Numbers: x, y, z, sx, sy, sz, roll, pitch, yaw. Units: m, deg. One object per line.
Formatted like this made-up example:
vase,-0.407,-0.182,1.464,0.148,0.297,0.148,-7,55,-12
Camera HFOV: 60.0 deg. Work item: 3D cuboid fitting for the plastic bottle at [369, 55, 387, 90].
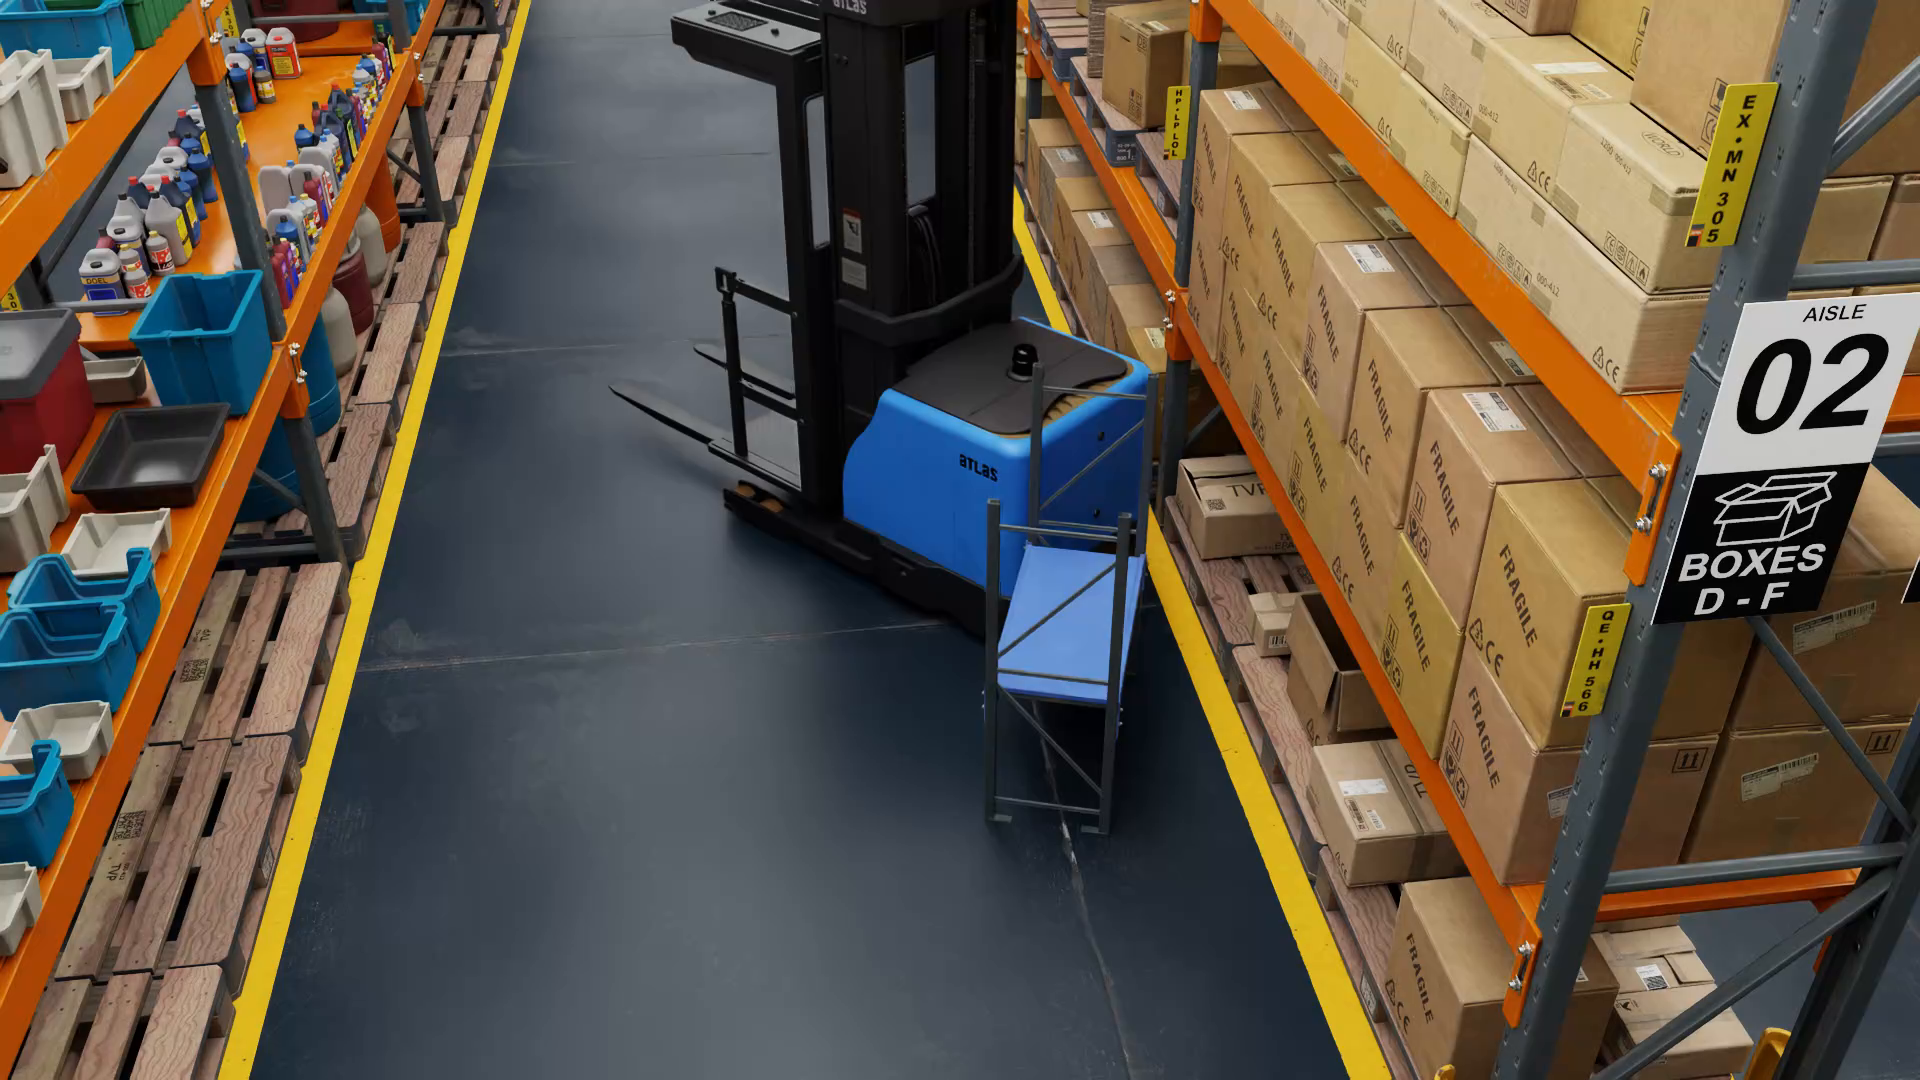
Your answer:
plastic bottle,-3.452,-2.760,9.813,0.097,0.201,0.097,0,34,0

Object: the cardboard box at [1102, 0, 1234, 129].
cardboard box,1.191,-2.567,8.892,0.700,0.500,0.500,-13,36,-18

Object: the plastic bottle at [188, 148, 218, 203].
plastic bottle,-3.838,-1.850,8.415,0.097,0.271,0.097,0,34,0

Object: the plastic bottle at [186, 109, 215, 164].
plastic bottle,-4.033,-2.139,8.835,0.152,0.276,0.135,-4,35,-6

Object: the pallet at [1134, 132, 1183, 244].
pallet,1.490,-1.746,8.319,1.003,0.211,1.213,-4,35,-6

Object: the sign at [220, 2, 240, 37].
sign,-4.501,-3.252,10.213,0.100,0.325,0.005,-4,35,-6

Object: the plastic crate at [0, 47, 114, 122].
plastic crate,-2.871,-1.448,5.281,0.293,0.136,0.466,-4,35,-6

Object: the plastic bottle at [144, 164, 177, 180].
plastic bottle,-3.928,-1.702,8.195,0.152,0.276,0.135,-4,35,-6

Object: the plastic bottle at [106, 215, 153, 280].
plastic bottle,-3.842,-1.346,7.672,0.152,0.276,0.135,-4,35,-6

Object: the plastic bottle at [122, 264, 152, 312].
plastic bottle,-3.671,-1.131,7.423,0.097,0.201,0.097,0,34,0

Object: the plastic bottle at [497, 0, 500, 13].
plastic bottle,-4.117,-4.755,14.658,0.097,0.201,0.097,0,34,0

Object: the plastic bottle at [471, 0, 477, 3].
plastic bottle,-4.335,-5.020,14.915,0.144,0.351,0.185,-4,35,-6

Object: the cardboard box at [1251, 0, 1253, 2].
cardboard box,1.310,-2.258,6.370,0.500,0.250,0.500,-4,35,-6

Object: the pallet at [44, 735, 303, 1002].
pallet,-3.115,1.244,6.237,1.003,0.211,1.213,-4,35,-6

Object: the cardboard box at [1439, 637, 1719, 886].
cardboard box,1.698,0.591,4.631,0.500,0.500,0.500,-3,34,-5

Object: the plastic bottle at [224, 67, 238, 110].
plastic bottle,-4.184,-2.579,9.475,0.061,0.283,0.133,-4,35,-6

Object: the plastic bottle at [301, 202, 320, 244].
plastic bottle,-3.155,-1.528,8.005,0.097,0.201,0.097,0,34,0

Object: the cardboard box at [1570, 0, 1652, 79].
cardboard box,1.959,-1.404,4.006,0.700,0.500,0.500,-4,35,-6

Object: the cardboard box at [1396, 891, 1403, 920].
cardboard box,1.745,1.333,5.756,0.380,0.166,0.250,-4,35,-6

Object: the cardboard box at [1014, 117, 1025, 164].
cardboard box,0.639,-2.916,11.933,0.500,0.250,0.500,-4,34,-5

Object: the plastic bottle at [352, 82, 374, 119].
plastic bottle,-3.386,-2.488,9.414,0.097,0.201,0.097,0,34,0

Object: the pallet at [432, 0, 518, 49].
pallet,-4.544,-4.688,14.941,1.003,0.211,1.213,-4,35,-6

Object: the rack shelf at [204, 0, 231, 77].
rack shelf,-3.688,-3.056,8.046,1.077,0.370,4.000,-4,35,-6

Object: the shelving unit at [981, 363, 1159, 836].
shelving unit,0.439,0.229,6.582,0.538,1.500,1.048,6,35,9

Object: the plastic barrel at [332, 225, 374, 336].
plastic barrel,-3.723,-1.505,9.563,0.600,0.588,0.708,-4,35,-6

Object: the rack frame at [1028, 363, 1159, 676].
rack frame,0.536,-0.052,6.995,0.500,1.500,0.032,6,35,9

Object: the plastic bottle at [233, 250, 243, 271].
plastic bottle,-3.151,-1.221,7.422,0.144,0.351,0.185,-4,35,-6

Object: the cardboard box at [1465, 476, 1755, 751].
cardboard box,1.695,0.179,4.347,0.500,0.500,0.500,-5,35,-7

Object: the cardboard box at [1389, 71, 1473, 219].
cardboard box,1.561,-1.141,4.730,0.500,0.250,0.500,-4,35,-6

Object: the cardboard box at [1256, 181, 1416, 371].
cardboard box,1.413,-0.966,6.028,0.500,0.500,0.500,-5,35,-8

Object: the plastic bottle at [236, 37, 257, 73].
plastic bottle,-4.231,-2.844,9.874,0.097,0.271,0.097,0,34,0

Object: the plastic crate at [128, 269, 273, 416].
plastic crate,-3.018,-0.781,6.694,0.392,0.384,0.575,-4,35,-6

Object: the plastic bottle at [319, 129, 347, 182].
plastic bottle,-3.261,-1.999,8.634,0.097,0.271,0.097,0,34,0

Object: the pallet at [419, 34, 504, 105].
pallet,-4.351,-3.875,13.748,1.003,0.211,1.213,-4,35,-6

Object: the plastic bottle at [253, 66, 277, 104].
plastic bottle,-4.036,-2.644,9.642,0.097,0.201,0.097,0,34,0

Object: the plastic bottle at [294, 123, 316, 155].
plastic bottle,-3.417,-2.043,8.698,0.097,0.271,0.097,0,34,0

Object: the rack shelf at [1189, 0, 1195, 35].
rack shelf,1.221,-3.429,8.594,1.077,0.370,4.000,-4,35,-6

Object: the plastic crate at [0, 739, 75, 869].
plastic crate,-2.677,0.749,4.583,0.416,0.233,0.300,-4,35,-6

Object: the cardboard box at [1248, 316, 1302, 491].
cardboard box,1.425,-0.542,6.294,0.500,0.500,0.500,-5,35,-7

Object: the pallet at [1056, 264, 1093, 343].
pallet,1.175,-1.352,10.046,1.003,0.211,1.213,-4,35,-6

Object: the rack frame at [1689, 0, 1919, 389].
rack frame,2.028,-1.618,2.633,1.000,3.000,0.127,-4,35,-6

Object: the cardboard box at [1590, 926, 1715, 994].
cardboard box,2.278,1.451,5.583,0.380,0.166,0.250,-4,35,-6

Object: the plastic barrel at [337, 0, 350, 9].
plastic barrel,-4.307,-3.834,11.113,0.421,0.512,0.421,0,34,0

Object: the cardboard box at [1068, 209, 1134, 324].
cardboard box,0.944,-1.613,9.783,0.500,0.500,0.500,-5,35,-8

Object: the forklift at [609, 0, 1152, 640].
forklift,-0.557,-1.450,7.775,3.031,2.935,1.130,26,42,33

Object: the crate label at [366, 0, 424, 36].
crate label,-3.642,-3.424,10.760,0.303,0.233,0.416,-4,35,-6

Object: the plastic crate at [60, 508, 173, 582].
plastic crate,-2.887,0.035,5.716,0.293,0.136,0.466,-4,35,-6

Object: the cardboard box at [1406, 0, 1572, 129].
cardboard box,1.575,-1.349,4.591,0.500,0.250,0.500,-4,35,-6

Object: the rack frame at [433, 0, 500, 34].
rack frame,-4.495,-5.462,13.601,1.000,3.000,0.127,-4,35,-6

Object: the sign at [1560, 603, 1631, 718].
sign,1.475,0.283,3.862,0.100,0.325,0.005,-4,35,-6

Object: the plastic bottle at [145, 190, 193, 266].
plastic bottle,-3.724,-1.477,7.797,0.144,0.351,0.185,-4,35,-6

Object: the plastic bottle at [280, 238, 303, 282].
plastic bottle,-3.097,-1.290,7.656,0.097,0.201,0.097,0,34,0
